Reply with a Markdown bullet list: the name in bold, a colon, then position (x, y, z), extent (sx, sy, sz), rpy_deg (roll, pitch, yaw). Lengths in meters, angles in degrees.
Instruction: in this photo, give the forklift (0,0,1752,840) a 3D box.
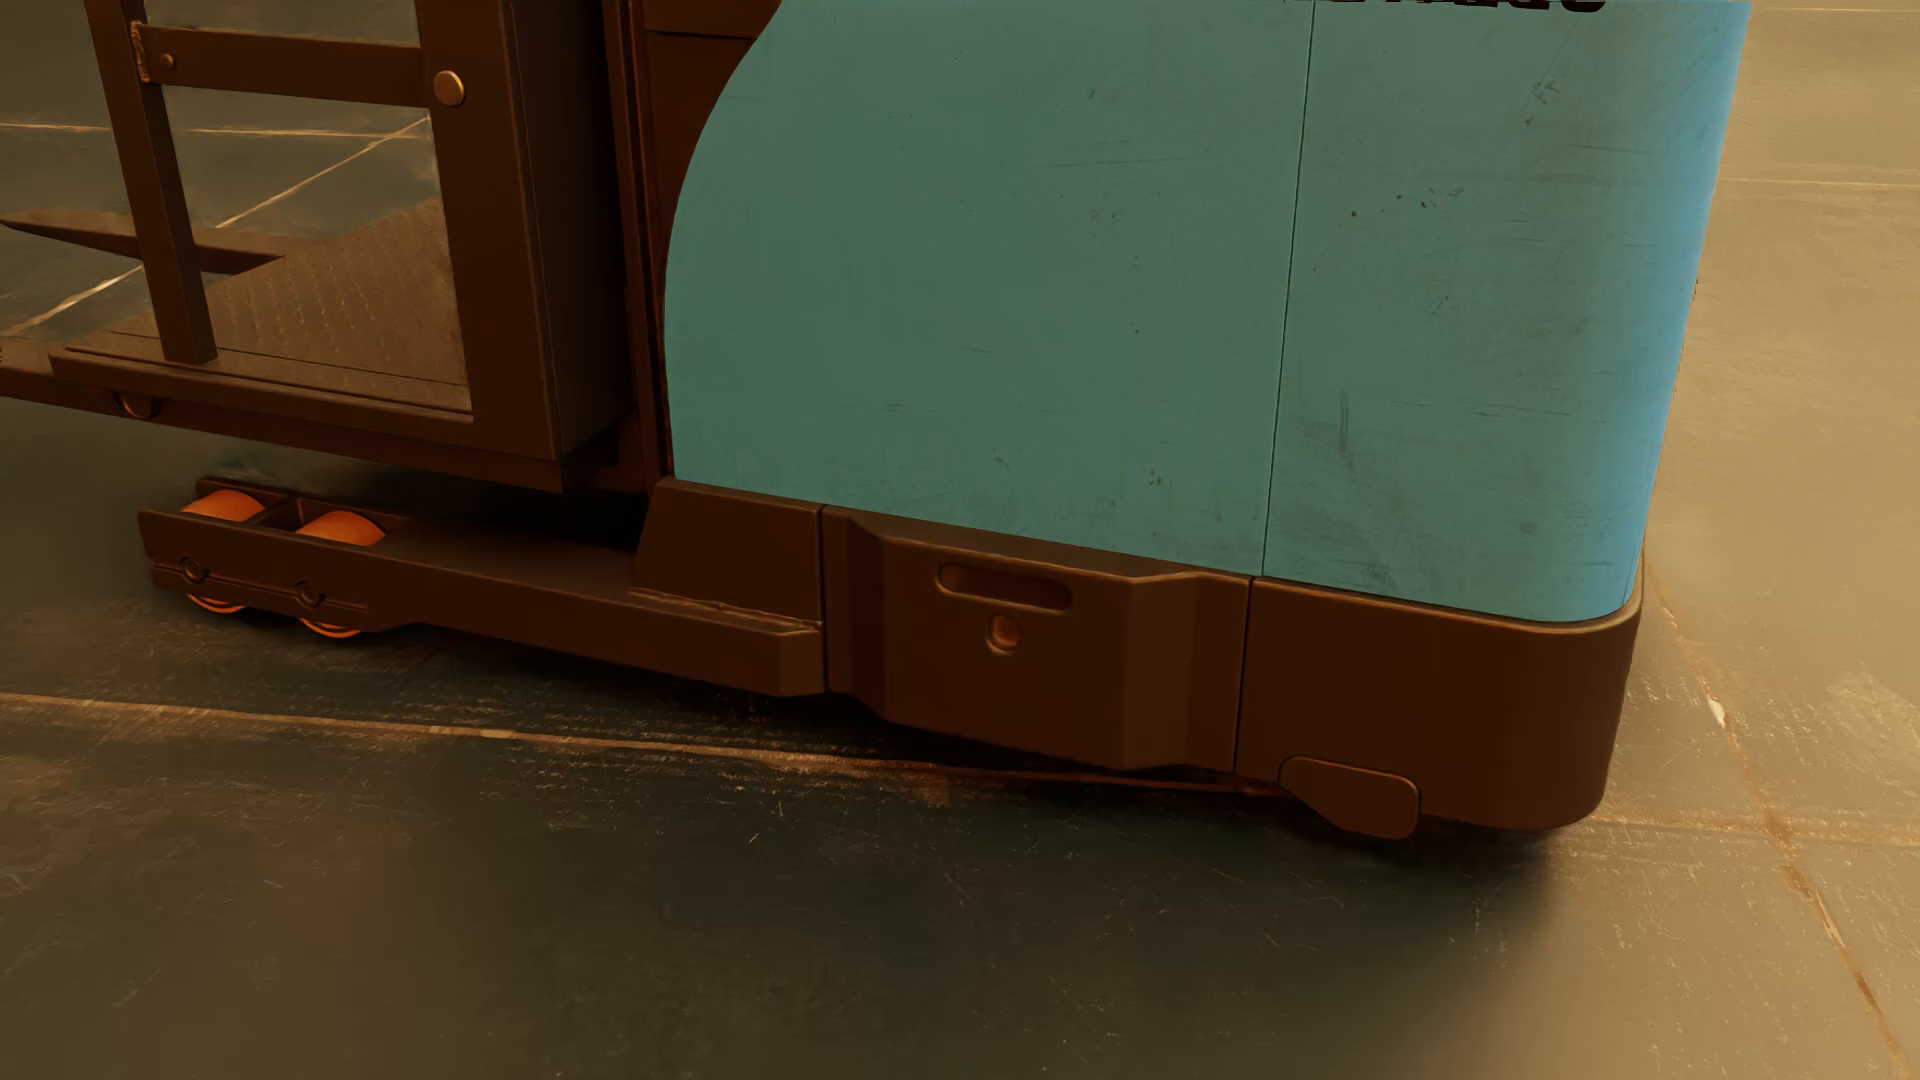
- **forklift**: position (-0.576, -1.389, 2.000), extent (3.031, 2.935, 1.130), rpy_deg (10, 28, 19)
